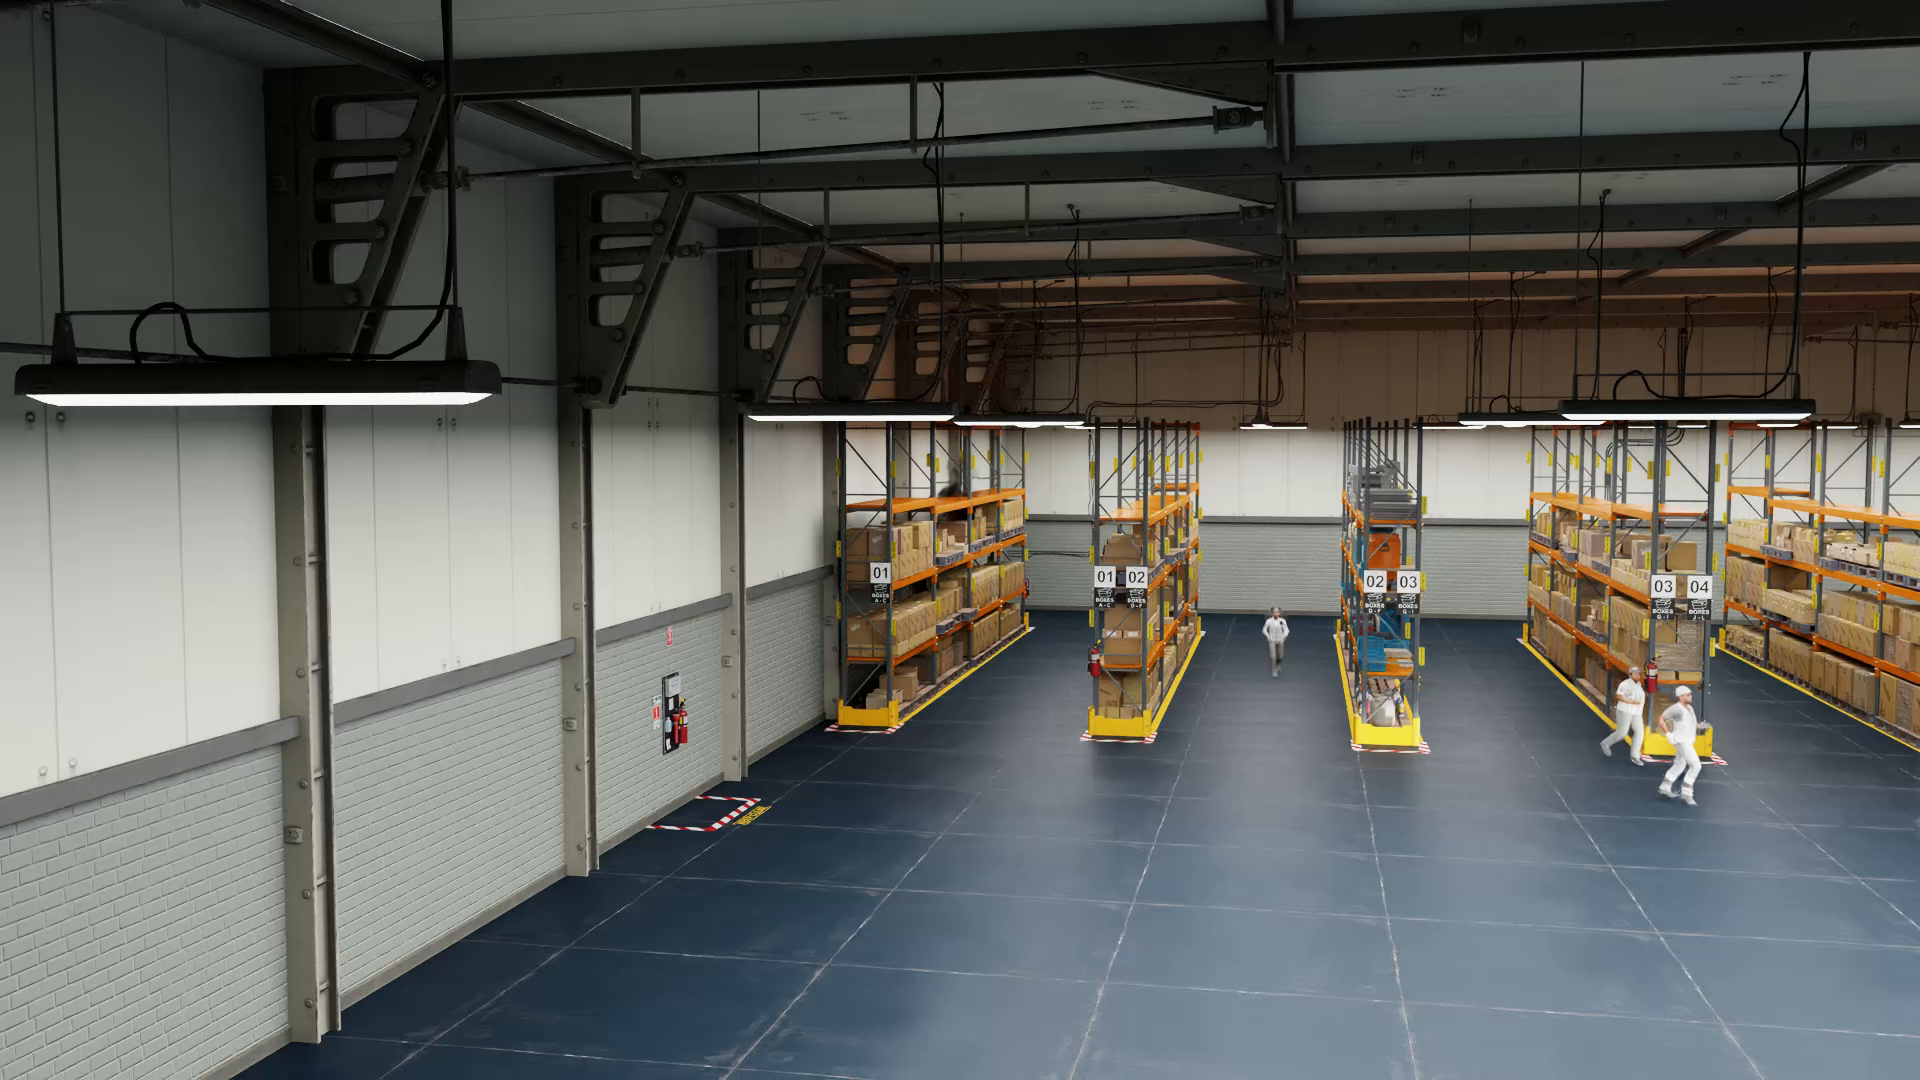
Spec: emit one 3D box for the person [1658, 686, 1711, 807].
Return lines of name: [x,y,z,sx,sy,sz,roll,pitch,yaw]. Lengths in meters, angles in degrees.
person: [11.156,3.165,25.628,0.761,1.836,0.647,3,5,41]

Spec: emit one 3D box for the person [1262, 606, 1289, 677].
person: [7.398,2.372,38.970,0.612,1.642,0.576,0,4,6]

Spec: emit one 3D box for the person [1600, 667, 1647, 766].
person: [11.627,3.035,28.928,0.615,1.669,0.838,-2,4,-25]
